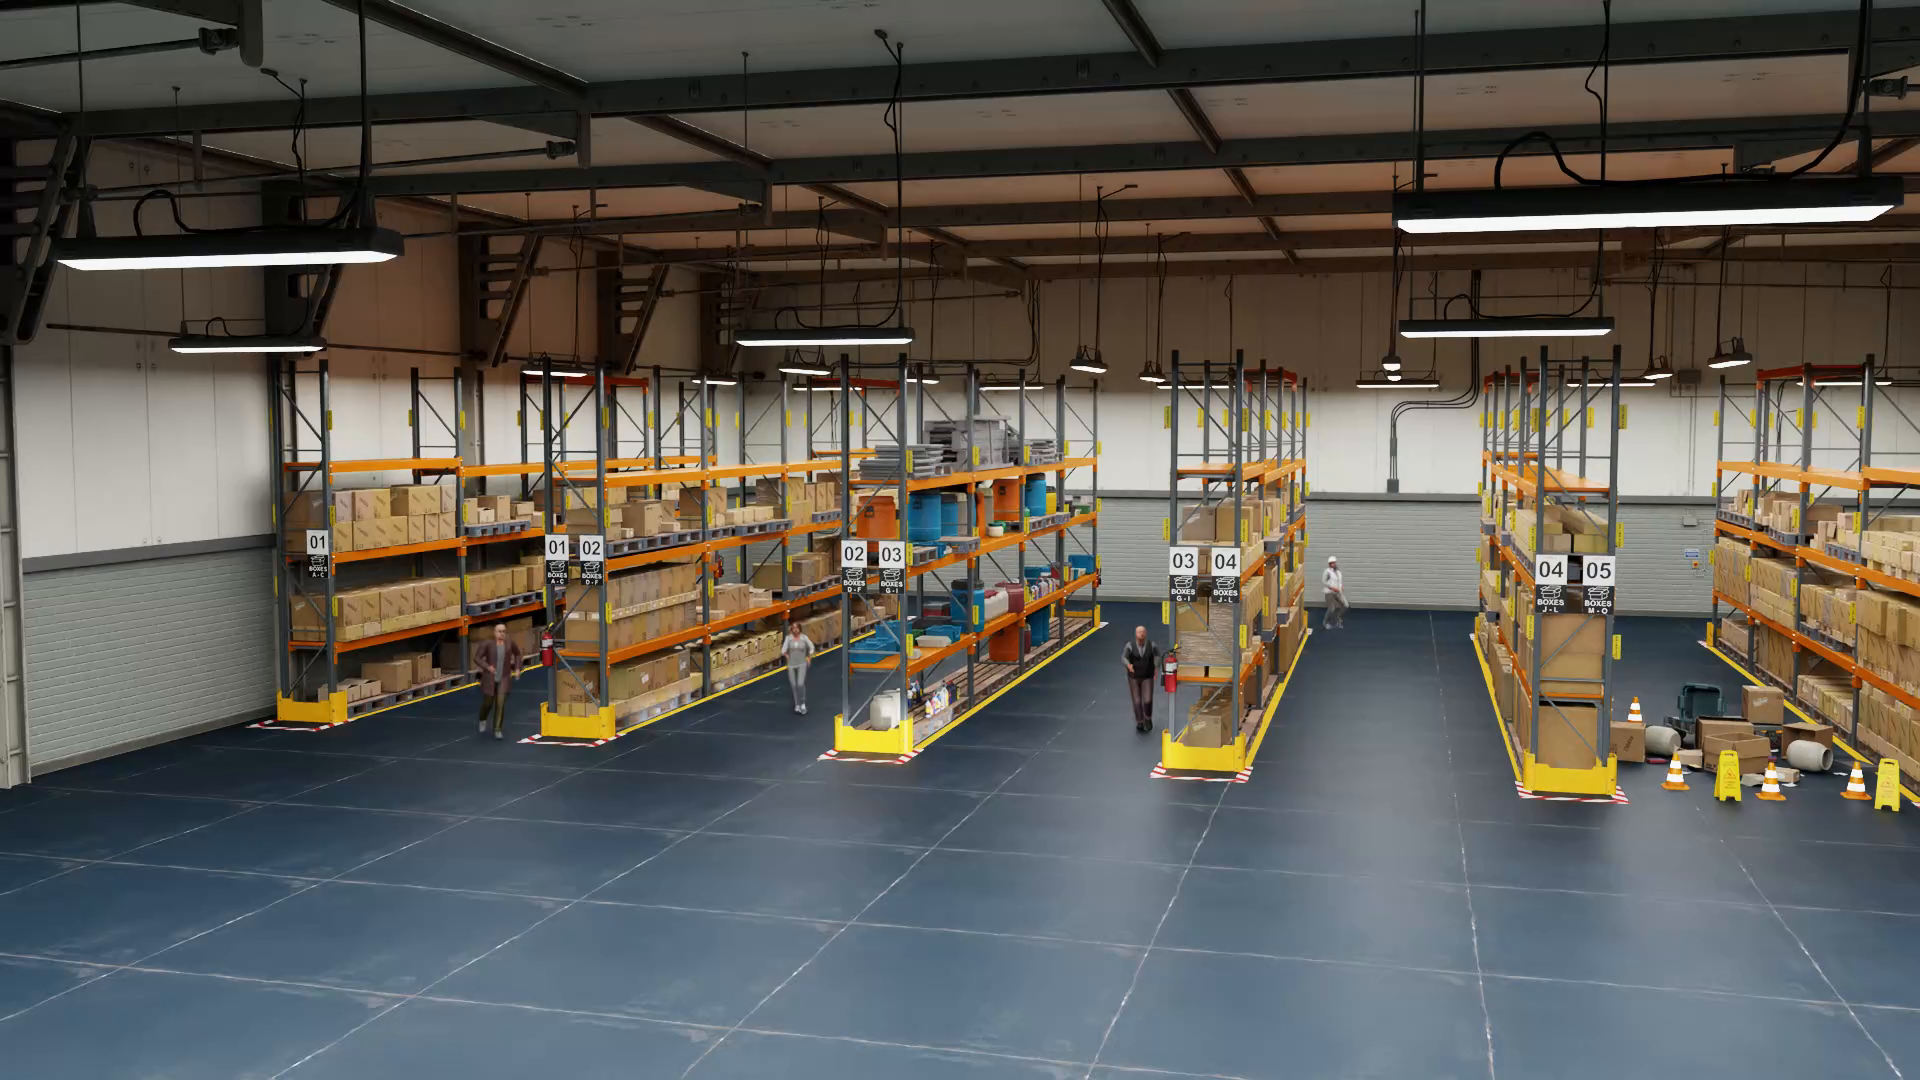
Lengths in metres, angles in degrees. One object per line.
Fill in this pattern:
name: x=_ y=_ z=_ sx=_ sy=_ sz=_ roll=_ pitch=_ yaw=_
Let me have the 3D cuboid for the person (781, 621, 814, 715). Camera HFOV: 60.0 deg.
person: x=-2.780 y=2.176 z=28.294 sx=0.538 sy=1.591 sz=0.639 roll=0 pitch=4 yaw=5

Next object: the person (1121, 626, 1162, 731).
person: x=2.906 y=2.235 z=26.723 sx=0.658 sy=1.703 sz=0.641 roll=1 pitch=4 yaw=8

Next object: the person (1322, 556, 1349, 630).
person: x=8.952 y=1.271 z=39.766 sx=0.674 sy=1.766 sz=0.661 roll=-2 pitch=5 yaw=-30

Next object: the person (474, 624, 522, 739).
person: x=-7.319 y=2.212 z=26.381 sx=0.756 sy=1.765 sz=0.945 roll=-2 pitch=5 yaw=-24
